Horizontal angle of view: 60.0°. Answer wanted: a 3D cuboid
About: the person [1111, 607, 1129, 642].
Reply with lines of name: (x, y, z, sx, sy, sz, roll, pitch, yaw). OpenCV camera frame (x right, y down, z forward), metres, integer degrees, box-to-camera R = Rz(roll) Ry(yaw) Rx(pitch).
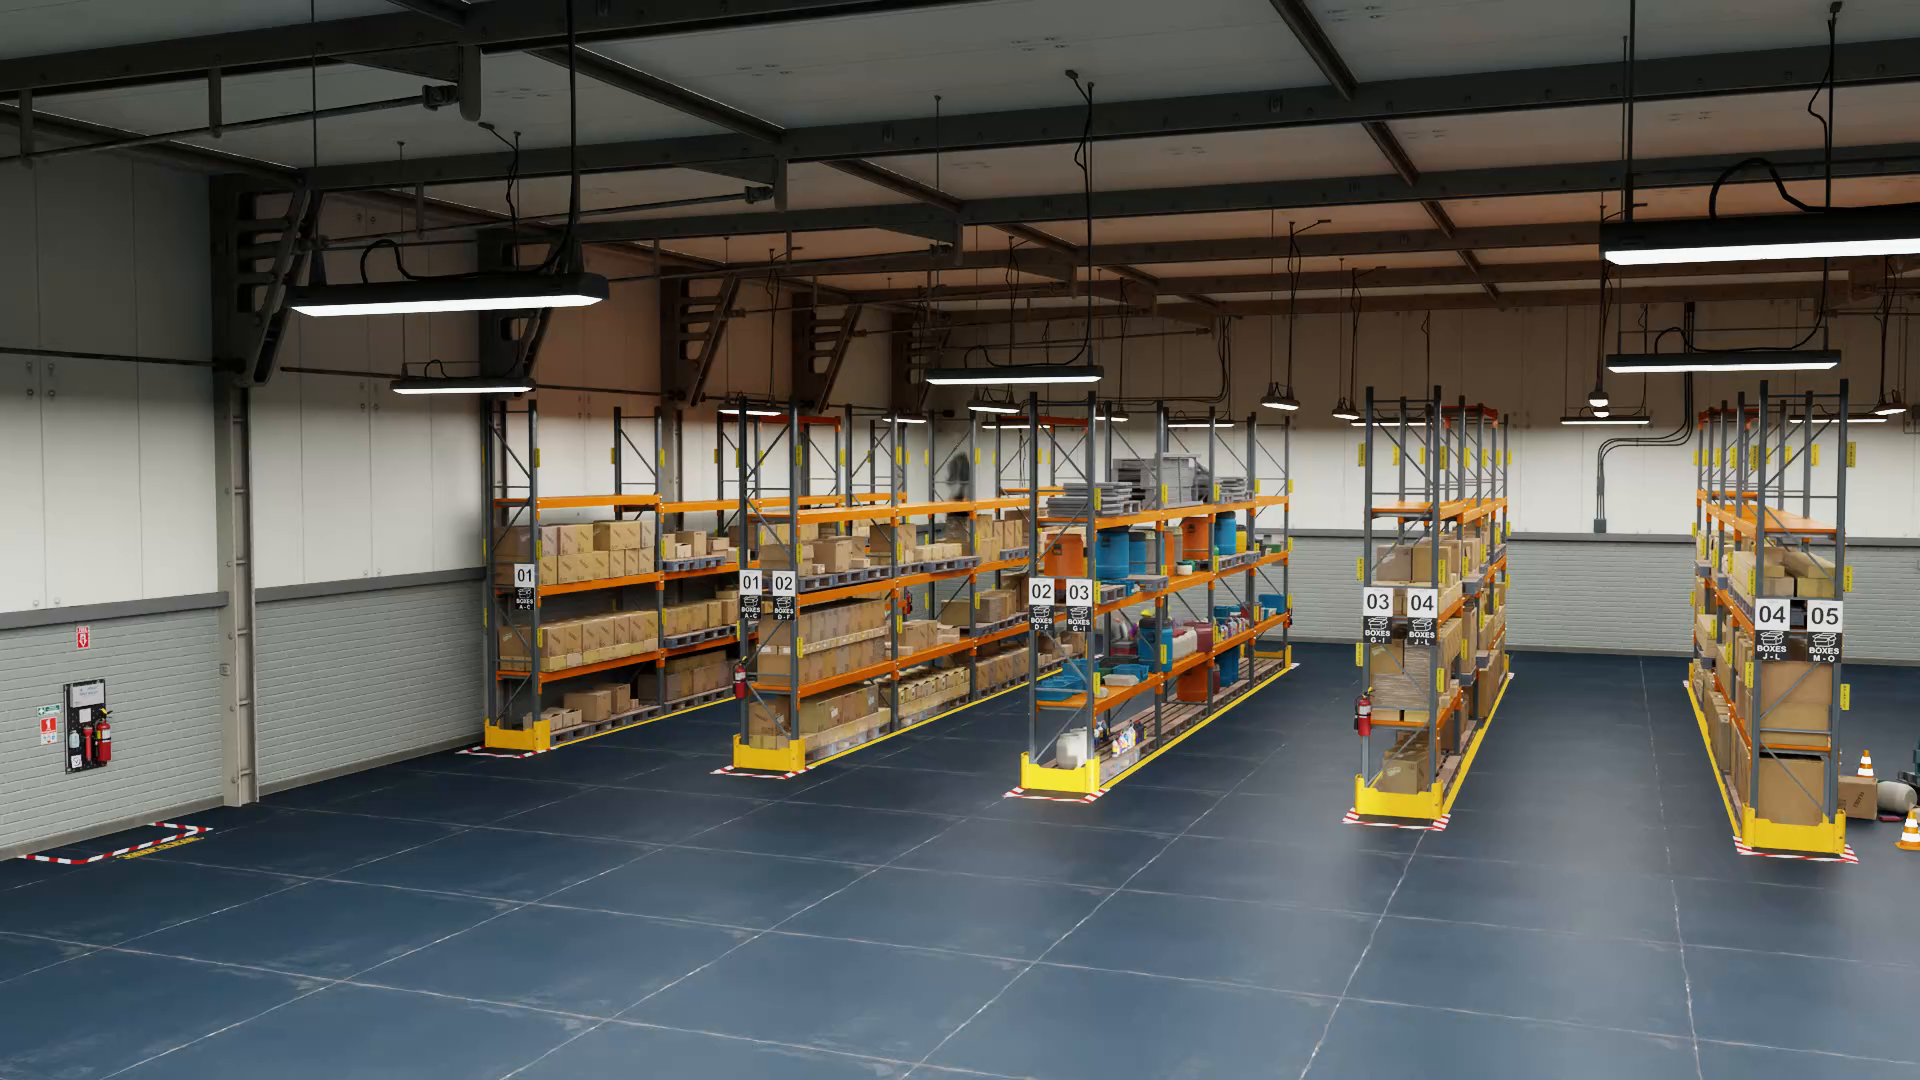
person: (3.941, 2.139, 41.957, 0.604, 1.656, 0.801, -2, 3, -31)

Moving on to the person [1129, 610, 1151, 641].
person: (4.008, 2.371, 35.928, 0.727, 1.750, 0.871, 1, 3, 15)
